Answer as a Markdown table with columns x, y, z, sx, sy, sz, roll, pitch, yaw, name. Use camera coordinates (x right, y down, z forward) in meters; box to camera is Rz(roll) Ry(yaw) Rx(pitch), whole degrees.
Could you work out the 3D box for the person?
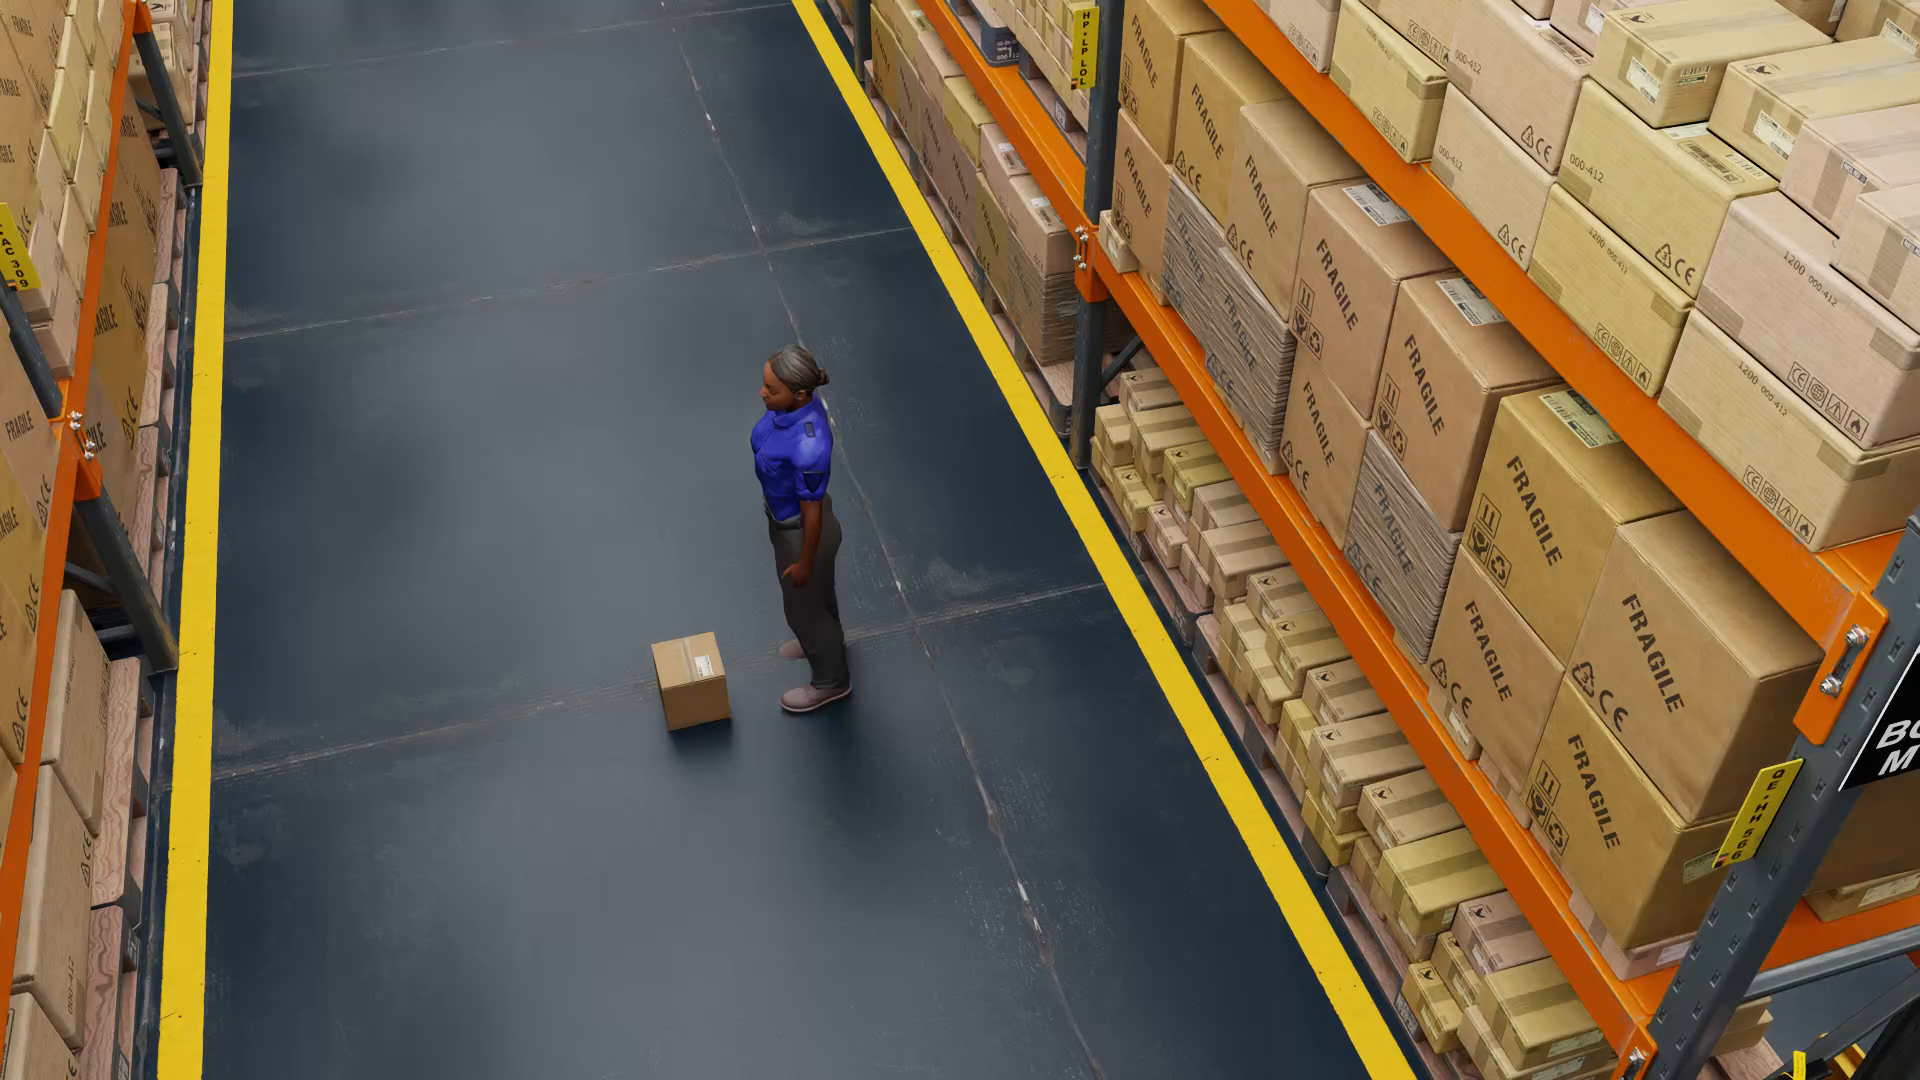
| x | y | z | sx | sy | sz | roll | pitch | yaw | name |
| --- | --- | --- | --- | --- | --- | --- | --- | --- | --- |
| -0.594 | -0.034 | 6.229 | 0.327 | 1.691 | 0.461 | -11 | 44 | -12 | person |
